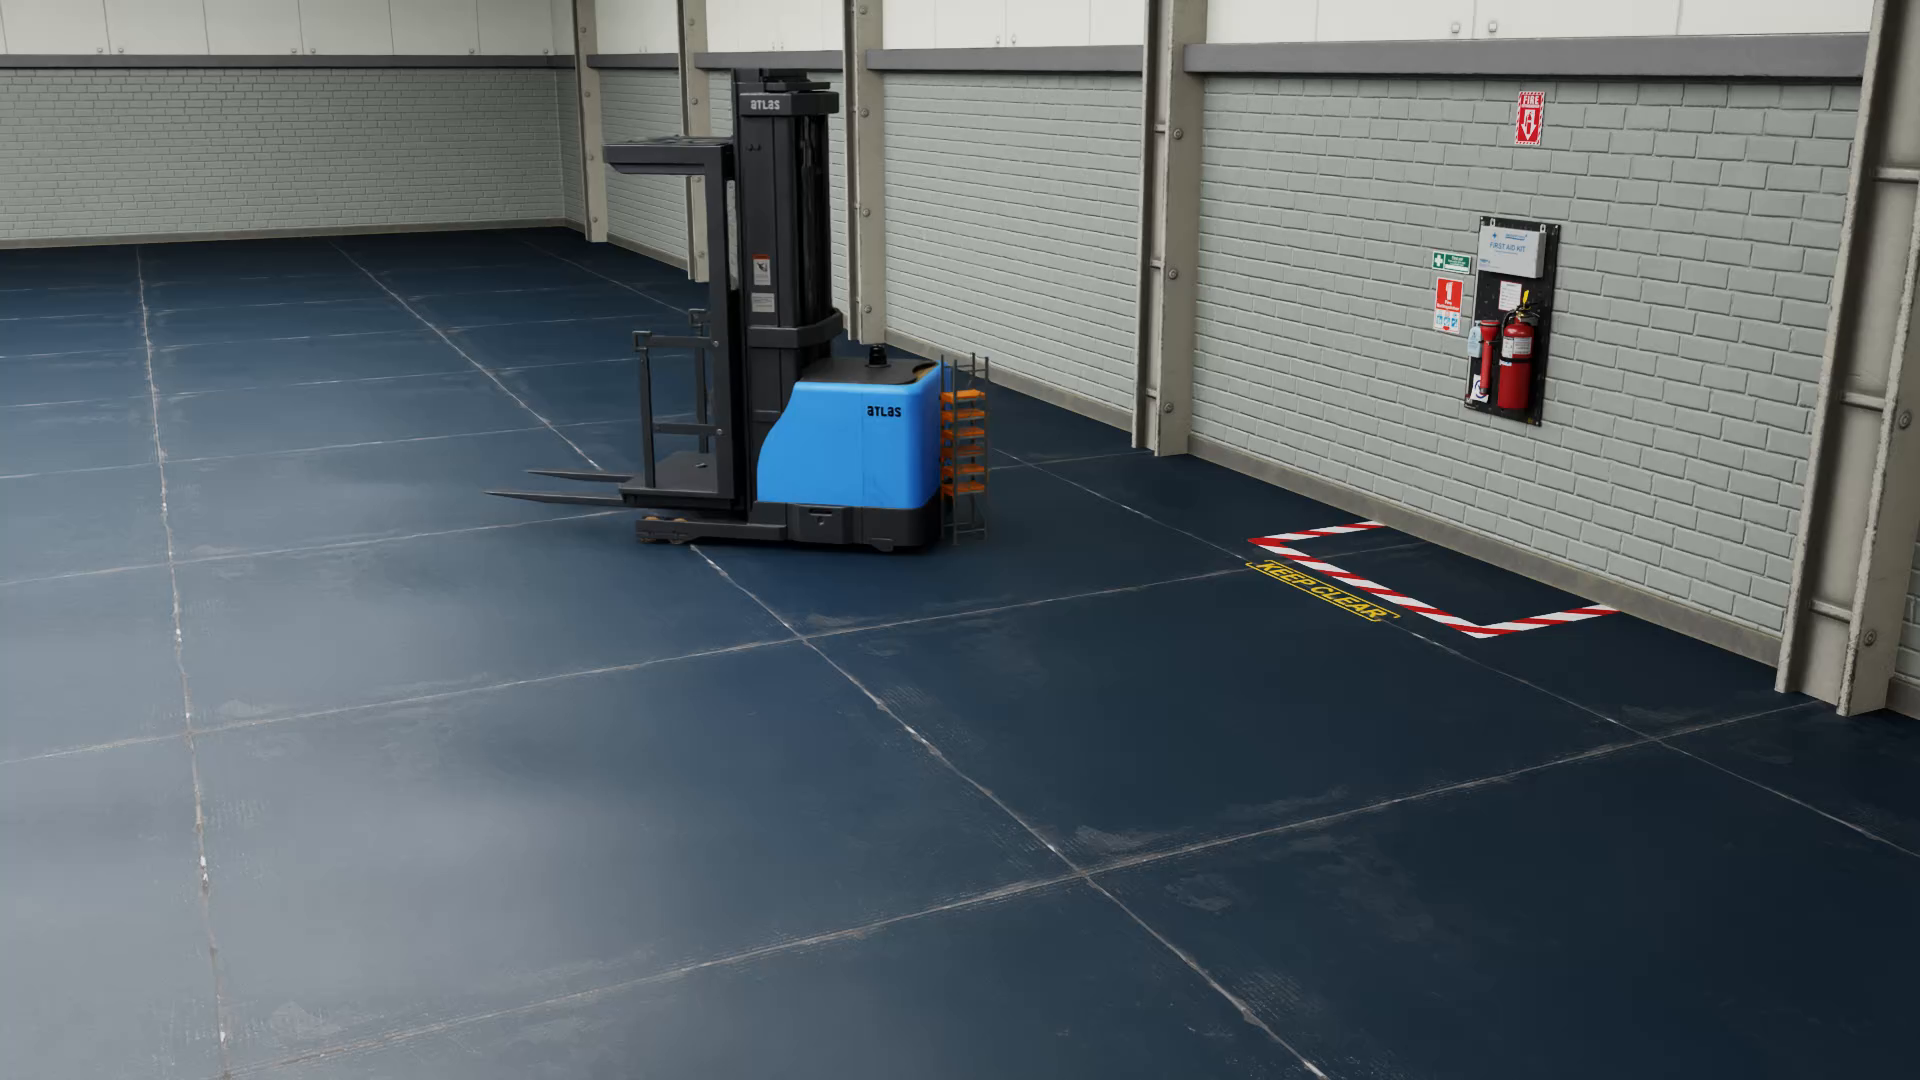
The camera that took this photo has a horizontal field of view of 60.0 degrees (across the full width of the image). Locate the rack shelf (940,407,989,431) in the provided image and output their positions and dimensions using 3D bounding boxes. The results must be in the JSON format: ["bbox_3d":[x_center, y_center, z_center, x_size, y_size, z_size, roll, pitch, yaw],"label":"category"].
[{"bbox_3d":[0.028,-0.767,10.538,0.258,0.103,0.180,-8,18,-25],"label":"rack shelf"}]

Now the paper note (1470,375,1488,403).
[{"bbox_3d":[3.167,-0.921,10.121,0.016,0.148,0.142,-8,18,-25],"label":"paper note"}]

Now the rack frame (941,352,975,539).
[{"bbox_3d":[-0.013,-0.601,10.670,0.240,1.200,0.006,-8,18,-25],"label":"rack frame"}]

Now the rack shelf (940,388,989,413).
[{"bbox_3d":[0.028,-0.882,10.505,0.258,0.103,0.180,-8,18,-25],"label":"rack shelf"}]

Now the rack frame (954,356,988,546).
[{"bbox_3d":[0.069,-0.556,10.513,0.240,1.200,0.006,-8,18,-25],"label":"rack frame"}]

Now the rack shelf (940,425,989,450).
[{"bbox_3d":[0.028,-0.651,10.571,0.258,0.103,0.180,-8,18,-25],"label":"rack shelf"}]

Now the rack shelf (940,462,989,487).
[{"bbox_3d":[0.028,-0.421,10.637,0.258,0.103,0.180,-8,18,-25],"label":"rack shelf"}]

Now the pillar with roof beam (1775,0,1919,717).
[{"bbox_3d":[0.361,-3.039,5.026,9.100,9.000,0.400,-8,18,-25],"label":"pillar with roof beam"}]

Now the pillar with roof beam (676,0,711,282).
[{"bbox_3d":[-7.524,-7.502,20.579,9.100,9.000,0.400,-8,18,-25],"label":"pillar with roof beam"}]

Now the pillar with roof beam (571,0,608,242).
[{"bbox_3d":[-10.153,-8.990,25.763,9.100,9.000,0.400,-8,18,-25],"label":"pillar with roof beam"}]

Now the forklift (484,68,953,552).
[{"bbox_3d":[-1.617,-1.518,10.727,3.031,2.935,1.130,3,16,11],"label":"forklift"}]

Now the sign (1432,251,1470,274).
[{"bbox_3d":[3.027,-1.712,10.253,0.001,0.109,0.331,-8,18,-25],"label":"sign"}]

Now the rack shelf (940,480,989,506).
[{"bbox_3d":[0.027,-0.305,10.670,0.258,0.103,0.180,-8,18,-25],"label":"rack shelf"}]

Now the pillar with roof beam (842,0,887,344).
[{"bbox_3d":[-4.896,-6.014,15.394,9.100,9.000,0.400,-8,18,-25],"label":"pillar with roof beam"}]

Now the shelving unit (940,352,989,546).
[{"bbox_3d":[0.028,-0.579,10.592,0.258,1.200,0.189,-8,18,-25],"label":"shelving unit"}]

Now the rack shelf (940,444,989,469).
[{"bbox_3d":[0.028,-0.536,10.604,0.258,0.103,0.180,-8,18,-25],"label":"rack shelf"}]

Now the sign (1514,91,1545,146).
[{"bbox_3d":[3.269,-2.421,9.546,0.001,0.298,0.199,-8,18,-25],"label":"sign"}]

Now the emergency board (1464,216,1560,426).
[{"bbox_3d":[3.183,-1.293,9.817,0.194,1.169,0.643,-8,18,-25],"label":"emergency board"}]

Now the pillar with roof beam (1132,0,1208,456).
[{"bbox_3d":[-2.267,-4.526,10.210,9.100,9.000,0.400,-8,18,-25],"label":"pillar with roof beam"}]

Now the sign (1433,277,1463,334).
[{"bbox_3d":[3.033,-1.459,10.333,0.001,0.329,0.234,-8,18,-25],"label":"sign"}]
